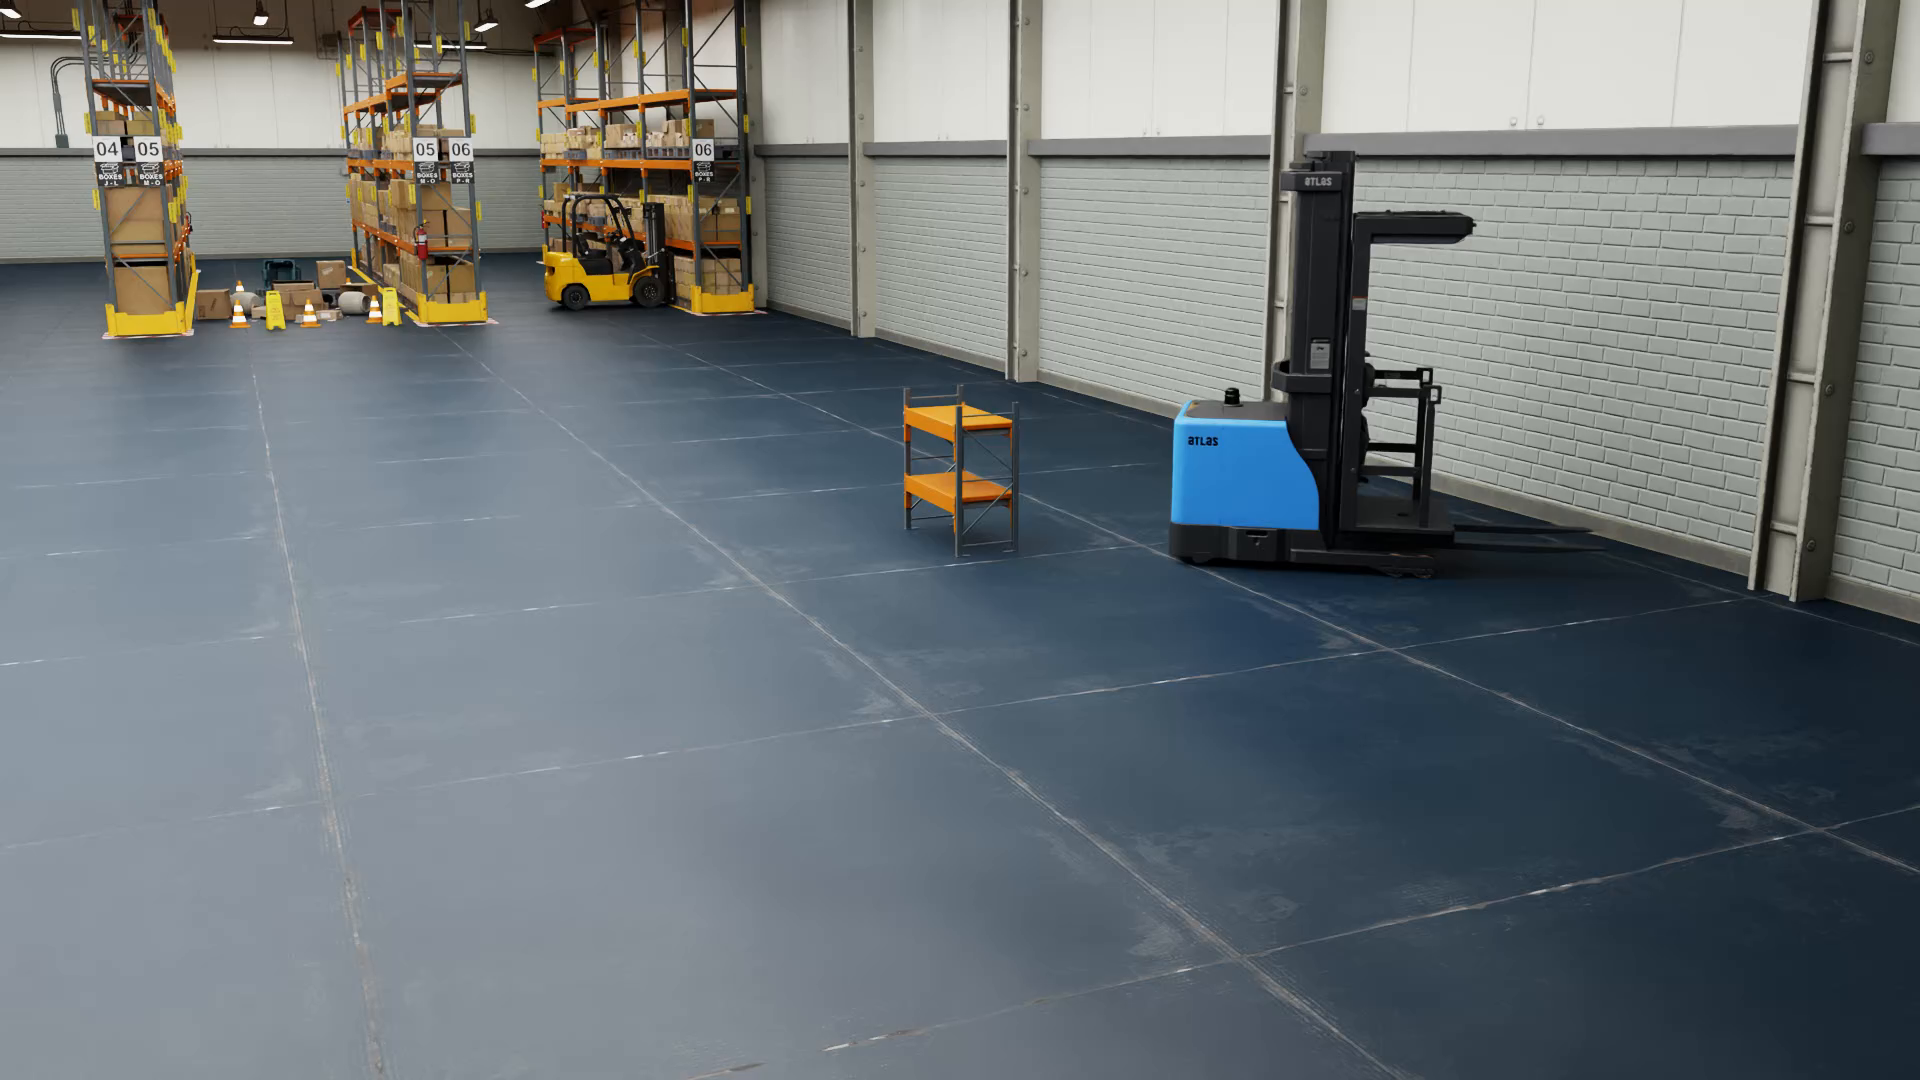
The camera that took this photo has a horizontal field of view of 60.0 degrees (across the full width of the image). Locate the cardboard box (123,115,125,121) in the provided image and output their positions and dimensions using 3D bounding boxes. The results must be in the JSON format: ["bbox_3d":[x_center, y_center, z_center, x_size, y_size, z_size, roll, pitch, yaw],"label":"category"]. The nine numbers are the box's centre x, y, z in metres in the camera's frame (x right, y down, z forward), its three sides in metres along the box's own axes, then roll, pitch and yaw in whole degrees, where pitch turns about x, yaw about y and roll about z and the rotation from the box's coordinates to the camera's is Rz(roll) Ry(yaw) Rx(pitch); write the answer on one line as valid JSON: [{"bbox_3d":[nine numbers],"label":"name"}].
[{"bbox_3d":[-15.236,-7.567,29.895,0.380,0.149,0.250,-6,14,-23],"label":"cardboard box"}]

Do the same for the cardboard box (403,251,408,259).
[{"bbox_3d":[-10.487,-5.475,31.940,0.380,0.149,0.250,-5,14,-21],"label":"cardboard box"}]

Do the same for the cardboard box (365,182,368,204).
[{"bbox_3d":[-13.543,-8.078,38.681,0.500,0.500,0.500,-6,14,-24],"label":"cardboard box"}]

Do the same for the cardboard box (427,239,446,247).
[{"bbox_3d":[-9.422,-5.322,29.768,0.380,0.149,0.250,-5,14,-21],"label":"cardboard box"}]

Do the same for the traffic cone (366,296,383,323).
[{"bbox_3d":[-10.431,-4.123,29.656,0.336,0.463,0.334,-6,14,-23],"label":"traffic cone"}]

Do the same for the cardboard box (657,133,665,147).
[{"bbox_3d":[-5.816,-7.977,33.176,0.396,0.266,0.258,-6,14,-24],"label":"cardboard box"}]

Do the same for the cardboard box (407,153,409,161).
[{"bbox_3d":[-9.865,-6.986,30.305,0.380,0.149,0.250,-6,14,-23],"label":"cardboard box"}]

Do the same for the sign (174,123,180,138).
[{"bbox_3d":[-17.872,-9.353,37.959,0.100,0.325,0.005,-6,14,-23],"label":"sign"}]

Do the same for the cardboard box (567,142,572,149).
[{"bbox_3d":[-9.510,-9.753,41.107,0.380,0.149,0.250,-5,14,-22],"label":"cardboard box"}]

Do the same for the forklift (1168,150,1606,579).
[{"bbox_3d":[3.094,-1.288,11.935,3.031,2.935,1.130,3,13,12],"label":"forklift"}]

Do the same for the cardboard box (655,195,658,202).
[{"bbox_3d":[-6.073,-7.034,34.291,0.380,0.149,0.250,-5,14,-22],"label":"cardboard box"}]

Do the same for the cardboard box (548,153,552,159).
[{"bbox_3d":[-10.691,-10.172,44.075,0.380,0.149,0.250,-6,14,-23],"label":"cardboard box"}]

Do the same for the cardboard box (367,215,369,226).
[{"bbox_3d":[-13.550,-7.463,38.798,0.500,0.250,0.500,-6,14,-23],"label":"cardboard box"}]

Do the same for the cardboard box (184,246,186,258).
[{"bbox_3d":[-17.220,-6.296,36.368,0.500,0.250,0.500,-6,14,-23],"label":"cardboard box"}]

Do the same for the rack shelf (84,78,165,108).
[{"bbox_3d":[-14.373,-7.709,28.703,1.077,0.370,4.000,-6,14,-23],"label":"rack shelf"}]

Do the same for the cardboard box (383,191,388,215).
[{"bbox_3d":[-11.879,-7.107,35.113,0.500,0.500,0.500,-5,14,-22],"label":"cardboard box"}]

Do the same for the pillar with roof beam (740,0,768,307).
[{"bbox_3d":[-7.928,-8.594,30.047,9.100,9.000,0.400,-6,14,-23],"label":"pillar with roof beam"}]

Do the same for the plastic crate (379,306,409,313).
[{"bbox_3d":[-10.801,-4.392,31.668,0.402,0.080,0.583,-12,18,-42],"label":"plastic crate"}]

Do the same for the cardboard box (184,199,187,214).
[{"bbox_3d":[-19.565,-8.348,41.405,0.500,0.500,0.500,-5,14,-22],"label":"cardboard box"}]

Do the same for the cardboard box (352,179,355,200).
[{"bbox_3d":[-15.128,-8.891,42.194,0.500,0.500,0.500,-6,14,-23],"label":"cardboard box"}]

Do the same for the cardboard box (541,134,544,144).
[{"bbox_3d":[-10.992,-10.803,44.807,0.500,0.250,0.500,-6,14,-24],"label":"cardboard box"}]

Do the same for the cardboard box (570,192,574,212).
[{"bbox_3d":[-9.348,-8.448,41.564,0.700,0.500,0.500,-5,14,-22],"label":"cardboard box"}]

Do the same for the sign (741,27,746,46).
[{"bbox_3d":[-4.019,-9.339,30.842,0.100,0.325,0.005,-6,14,-23],"label":"sign"}]

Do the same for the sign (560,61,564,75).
[{"bbox_3d":[-9.842,-11.686,41.156,0.100,0.325,0.005,-6,14,-23],"label":"sign"}]

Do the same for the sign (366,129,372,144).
[{"bbox_3d":[-12.793,-8.742,36.016,0.100,0.325,0.005,-6,14,-23],"label":"sign"}]

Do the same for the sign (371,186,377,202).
[{"bbox_3d":[-12.789,-7.552,36.281,0.100,0.325,0.005,-6,14,-23],"label":"sign"}]

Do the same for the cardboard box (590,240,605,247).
[{"bbox_3d":[-8.857,-7.255,40.738,0.380,0.149,0.250,-5,14,-21],"label":"cardboard box"}]

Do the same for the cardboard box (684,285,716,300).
[{"bbox_3d":[-5.008,-4.769,31.989,0.500,0.250,0.500,-6,14,-23],"label":"cardboard box"}]

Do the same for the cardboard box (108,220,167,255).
[{"bbox_3d":[-13.762,-5.064,27.764,0.875,0.550,0.550,-6,14,-23],"label":"cardboard box"}]

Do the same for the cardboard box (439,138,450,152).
[{"bbox_3d":[-9.034,-7.047,29.688,0.500,0.250,0.500,-6,14,-24],"label":"cardboard box"}]

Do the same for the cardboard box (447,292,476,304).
[{"bbox_3d":[-9.146,-4.443,30.580,0.500,0.250,0.500,-6,14,-23],"label":"cardboard box"}]

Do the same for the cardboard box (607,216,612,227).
[{"bbox_3d":[-7.781,-7.301,38.097,0.500,0.250,0.500,-6,14,-23],"label":"cardboard box"}]

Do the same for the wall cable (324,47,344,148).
[{"bbox_3d":[-18.023,-12.764,48.064,0.463,3.000,0.029,-6,14,-23],"label":"wall cable"}]

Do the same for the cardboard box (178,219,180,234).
[{"bbox_3d":[-15.539,-6.134,32.499,0.500,0.500,0.500,-6,14,-23],"label":"cardboard box"}]

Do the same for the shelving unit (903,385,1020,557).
[{"bbox_3d":[-0.003,-0.549,12.749,0.538,1.125,1.048,-6,14,-23],"label":"shelving unit"}]

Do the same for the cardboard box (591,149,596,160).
[{"bbox_3d":[-8.365,-9.064,39.062,0.500,0.250,0.500,-6,14,-23],"label":"cardboard box"}]

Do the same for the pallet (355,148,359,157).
[{"bbox_3d":[-14.202,-9.454,40.608,1.003,0.211,1.213,-6,14,-23],"label":"pallet"}]

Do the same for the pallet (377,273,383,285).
[{"bbox_3d":[-13.013,-6.102,38.766,1.003,0.211,1.213,-6,14,-23],"label":"pallet"}]

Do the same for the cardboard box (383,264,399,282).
[{"bbox_3d":[-12.064,-5.846,36.372,0.950,0.372,0.625,-7,15,-27],"label":"cardboard box"}]

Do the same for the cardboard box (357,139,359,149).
[{"bbox_3d":[-14.004,-9.331,39.248,0.396,0.266,0.258,-6,14,-23],"label":"cardboard box"}]

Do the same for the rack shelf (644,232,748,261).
[{"bbox_3d":[-5.331,-5.898,33.297,1.077,0.370,4.000,-6,14,-23],"label":"rack shelf"}]

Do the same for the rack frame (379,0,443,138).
[{"bbox_3d":[-10.679,-9.135,32.384,1.000,3.000,0.127,-6,14,-23],"label":"rack frame"}]

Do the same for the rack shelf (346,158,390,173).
[{"bbox_3d":[-14.685,-9.390,41.730,1.077,0.370,4.000,-6,14,-23],"label":"rack shelf"}]

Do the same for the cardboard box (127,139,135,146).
[{"bbox_3d":[-15.604,-7.518,31.227,0.500,0.250,0.500,-5,14,-22],"label":"cardboard box"}]

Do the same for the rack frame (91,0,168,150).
[{"bbox_3d":[-15.174,-8.667,30.362,1.000,3.000,0.127,-6,14,-23],"label":"rack frame"}]

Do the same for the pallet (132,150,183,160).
[{"bbox_3d":[-16.470,-7.812,33.738,1.213,0.211,1.003,-5,14,-20],"label":"pallet"}]

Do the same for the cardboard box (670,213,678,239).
[{"bbox_3d":[-5.373,-6.176,32.680,0.500,0.500,0.500,-6,14,-24],"label":"cardboard box"}]

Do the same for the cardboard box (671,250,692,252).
[{"bbox_3d":[-5.758,-5.930,34.787,0.500,0.250,0.500,-5,14,-22],"label":"cardboard box"}]

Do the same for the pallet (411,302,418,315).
[{"bbox_3d":[-9.885,-4.466,31.698,1.003,0.211,1.213,-6,14,-23],"label":"pallet"}]
